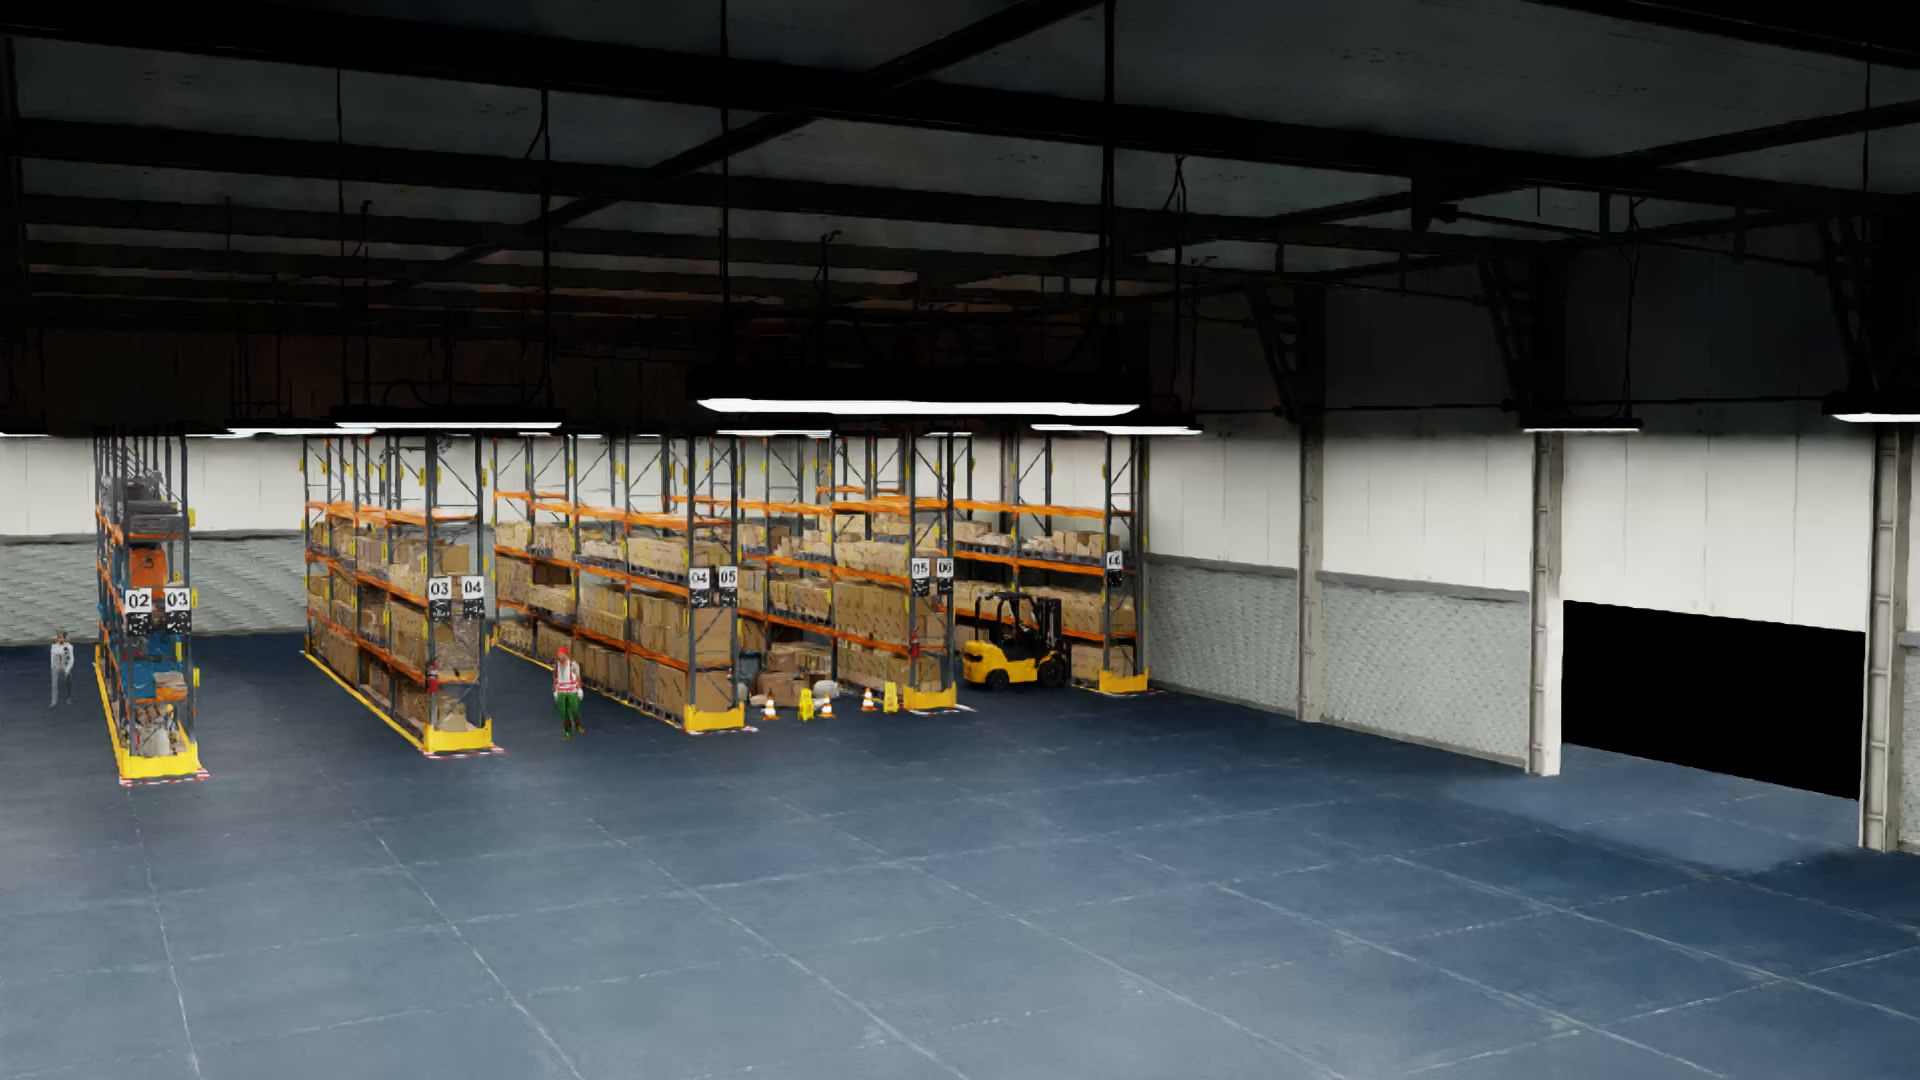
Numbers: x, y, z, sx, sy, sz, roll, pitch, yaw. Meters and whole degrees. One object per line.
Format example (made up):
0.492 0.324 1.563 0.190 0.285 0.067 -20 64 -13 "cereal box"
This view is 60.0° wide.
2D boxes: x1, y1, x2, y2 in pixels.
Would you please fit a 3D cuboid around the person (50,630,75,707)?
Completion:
-19.253 2.736 35.678 0.481 1.616 0.997 -1 4 -20 "person"

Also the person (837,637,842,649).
-3.326 2.168 43.742 0.490 1.785 0.616 0 3 2 "person"

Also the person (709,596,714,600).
-6.529 2.269 43.077 0.556 1.663 0.584 0 3 -7 "person"

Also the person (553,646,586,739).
-7.502 2.878 31.862 0.589 1.720 0.549 0 3 7 "person"
